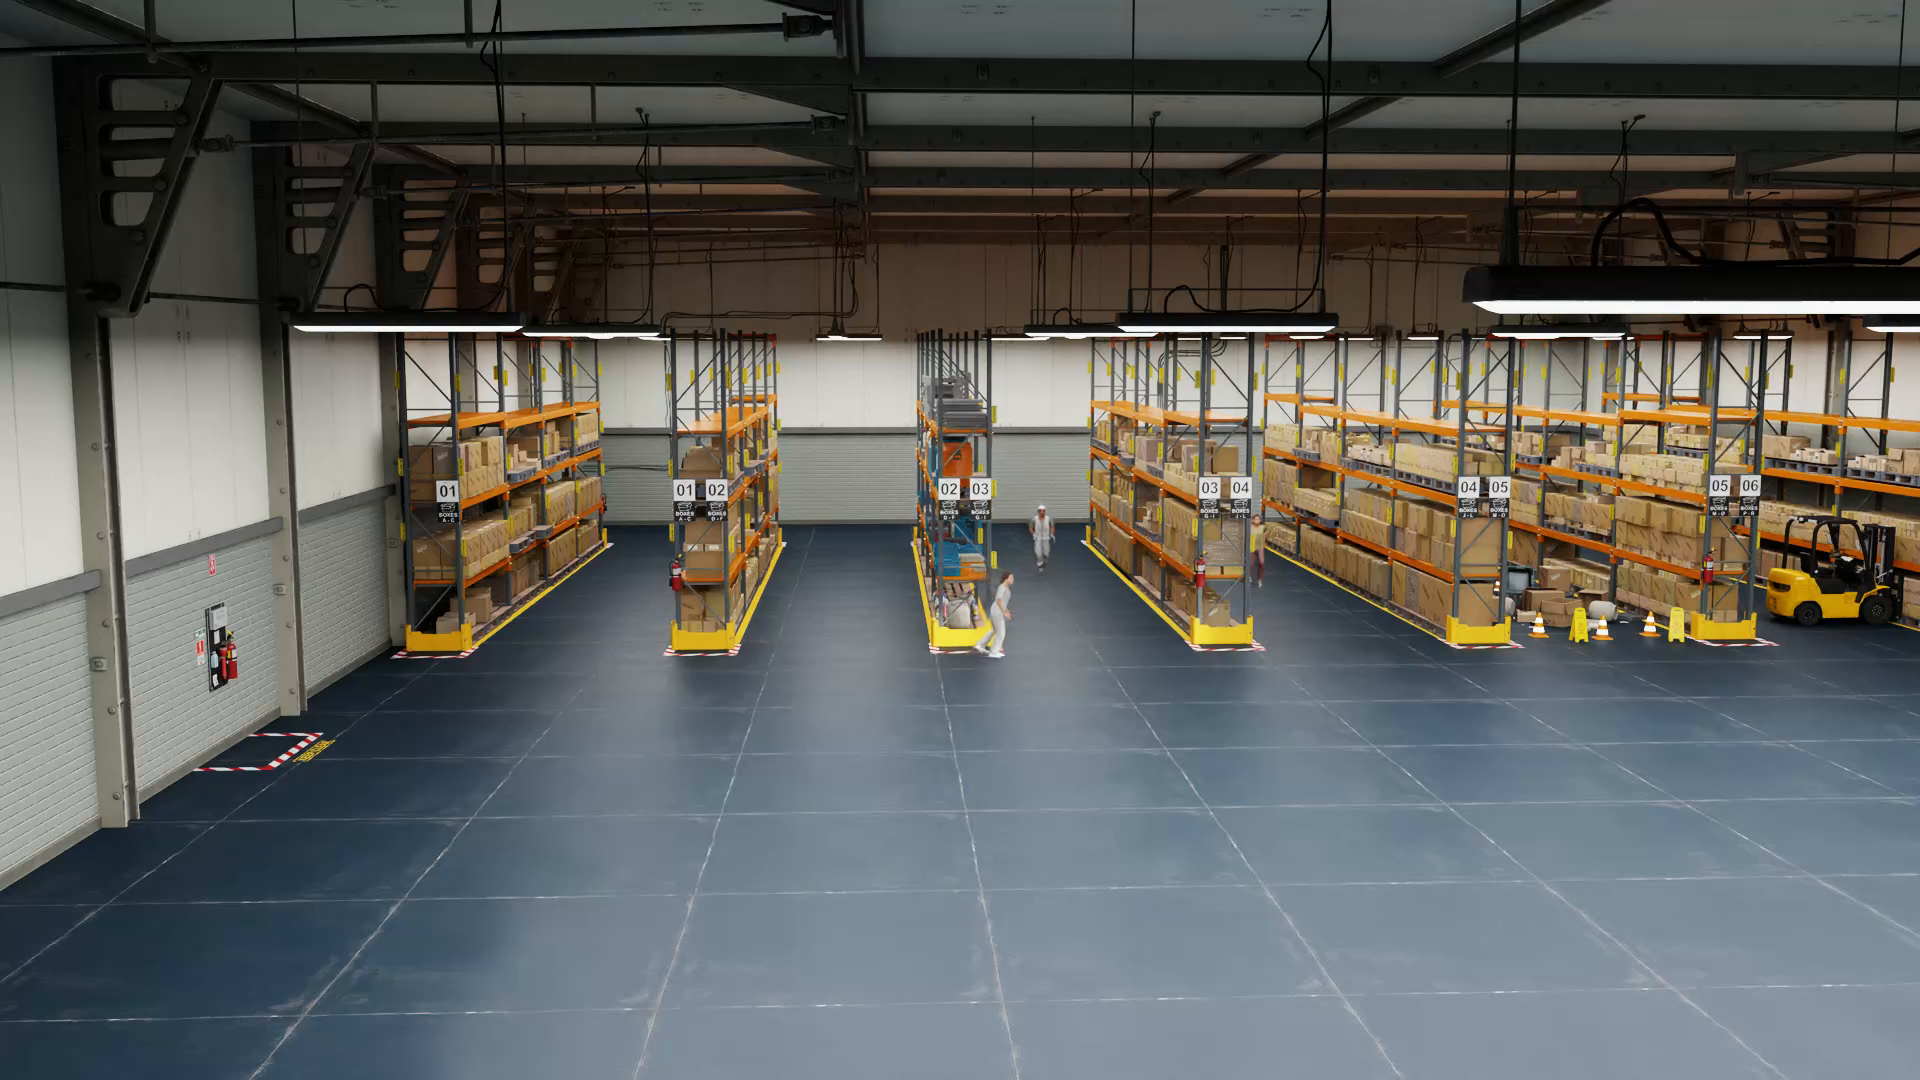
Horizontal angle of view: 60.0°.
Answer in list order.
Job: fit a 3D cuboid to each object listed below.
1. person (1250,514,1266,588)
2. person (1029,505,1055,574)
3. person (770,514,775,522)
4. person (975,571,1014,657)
[{"bbox_3d":[7.010,0.239,39.449,0.565,1.717,0.837,-1,7,-5],"label":"person"},{"bbox_3d":[2.044,-0.009,41.406,0.653,1.728,0.603,0,7,-3],"label":"person"},{"bbox_3d":[-5.707,-0.894,48.372,0.827,1.750,0.617,5,9,38],"label":"person"},{"bbox_3d":[0.631,1.351,30.426,0.718,1.596,0.583,1,7,6],"label":"person"}]
